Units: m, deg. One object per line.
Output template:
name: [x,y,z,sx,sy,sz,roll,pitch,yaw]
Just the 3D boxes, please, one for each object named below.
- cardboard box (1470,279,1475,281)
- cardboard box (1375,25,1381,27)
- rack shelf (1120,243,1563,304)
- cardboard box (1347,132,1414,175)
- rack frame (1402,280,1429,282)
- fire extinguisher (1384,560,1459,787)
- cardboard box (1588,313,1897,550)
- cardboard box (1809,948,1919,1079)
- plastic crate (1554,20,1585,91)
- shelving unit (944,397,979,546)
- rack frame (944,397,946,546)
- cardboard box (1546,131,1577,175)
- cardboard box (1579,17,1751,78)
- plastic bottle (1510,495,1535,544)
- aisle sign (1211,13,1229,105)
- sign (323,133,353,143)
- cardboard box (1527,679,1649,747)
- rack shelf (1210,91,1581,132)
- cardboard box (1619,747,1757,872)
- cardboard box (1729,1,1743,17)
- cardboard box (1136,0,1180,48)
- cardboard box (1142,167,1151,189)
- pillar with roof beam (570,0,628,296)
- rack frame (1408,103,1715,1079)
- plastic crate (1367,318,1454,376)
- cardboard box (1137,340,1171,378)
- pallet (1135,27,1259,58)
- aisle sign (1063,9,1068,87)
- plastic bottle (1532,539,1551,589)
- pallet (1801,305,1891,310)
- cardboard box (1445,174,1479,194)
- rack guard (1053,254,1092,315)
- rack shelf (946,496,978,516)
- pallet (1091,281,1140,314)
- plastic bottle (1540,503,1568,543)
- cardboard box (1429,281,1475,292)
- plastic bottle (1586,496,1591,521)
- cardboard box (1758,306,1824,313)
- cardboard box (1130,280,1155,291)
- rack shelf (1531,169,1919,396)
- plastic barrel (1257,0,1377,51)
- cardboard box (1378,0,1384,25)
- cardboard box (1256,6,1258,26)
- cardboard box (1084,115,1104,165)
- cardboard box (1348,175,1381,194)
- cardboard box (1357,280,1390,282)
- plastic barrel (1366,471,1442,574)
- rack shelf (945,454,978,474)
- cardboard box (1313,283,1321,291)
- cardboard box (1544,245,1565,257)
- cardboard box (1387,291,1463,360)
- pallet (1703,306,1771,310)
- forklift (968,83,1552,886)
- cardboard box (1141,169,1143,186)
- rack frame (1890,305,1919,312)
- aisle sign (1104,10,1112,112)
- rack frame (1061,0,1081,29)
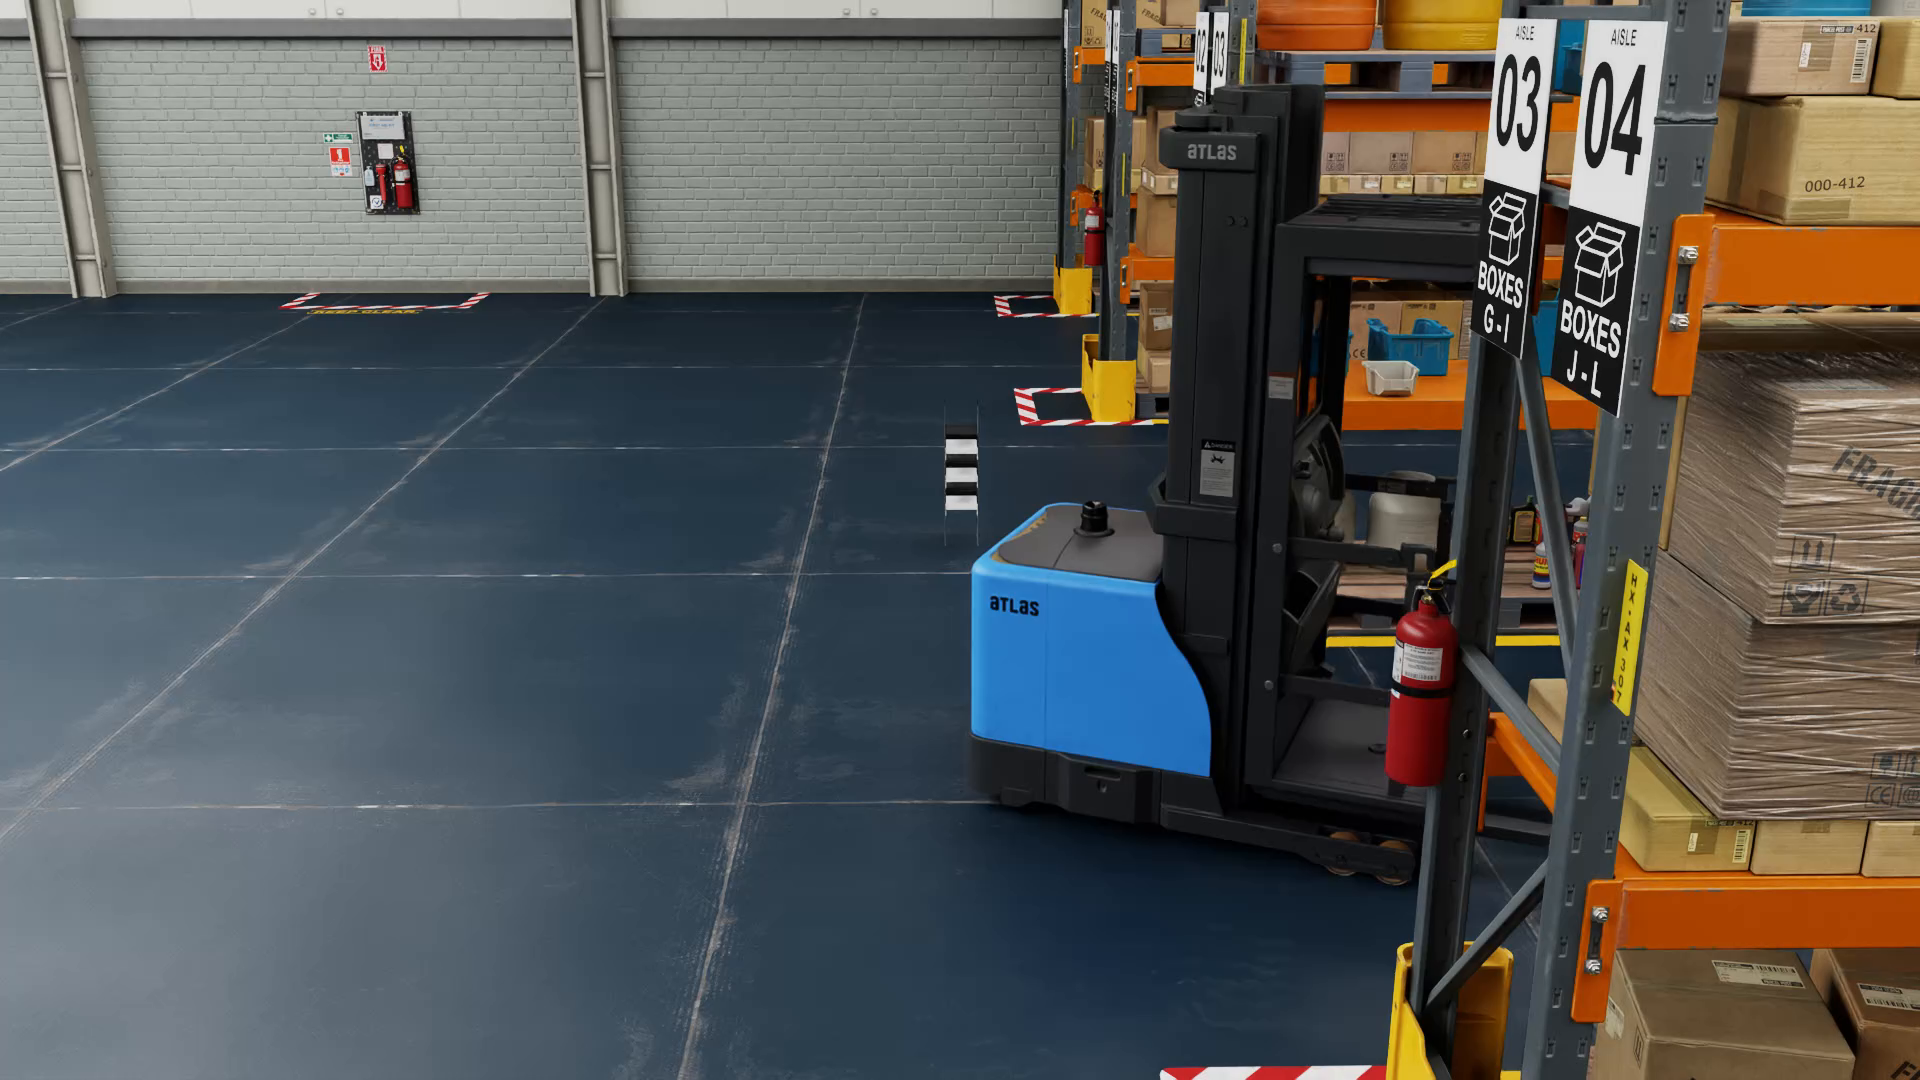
cardboard box: [5.926,-3.130,18.766,0.500,0.500,0.700,0,18,1]
cardboard box: [4.183,-5.511,17.709,0.500,0.500,0.500,-2,18,-6]
rack shelf: [3.272,-2.237,13.788,4.000,0.370,1.077,0,18,-1]
cardboard box: [3.323,-3.243,13.459,0.500,0.500,0.700,0,18,-1]
rack frame: [5.190,-4.102,18.424,0.127,3.000,1.000,0,18,-1]
fire extinguisher: [1.303,0.352,4.665,0.183,0.674,0.296,0,18,-1]
cardboard box: [1.971,-0.288,4.246,0.500,0.500,0.500,0,18,-1]
cardboard box: [2.647,1.435,4.569,0.500,0.500,0.500,4,18,14]
plastic crate: [3.249,-2.579,8.791,0.575,0.384,0.392,0,18,-1]
shelving unit: [0.008,-0.429,10.410,0.210,0.900,0.258,0,18,-1]
rack frame: [-0.094,-0.428,10.409,0.006,0.900,0.240,0,18,-1]
cardboard box: [4.828,-3.250,13.482,0.500,0.500,0.700,0,18,-1]
cardboard box: [1.698,-1.188,4.021,0.250,0.149,0.380,0,18,-1]
plastic bottle: [3.293,-0.122,9.744,0.133,0.283,0.061,0,18,0]
aisle sign: [1.279,-2.205,8.255,0.004,0.787,0.394,0,18,-1]
sign: [-7.144,-4.617,19.102,0.331,0.109,0.001,0,18,-1]
cardboard box: [1.707,0.511,4.455,0.250,0.149,0.380,0,18,-1]
rack shelf: [3.346,-2.152,8.614,4.000,0.370,1.077,0,18,-1]
cardboard box: [1.714,0.647,4.032,0.250,0.149,0.380,0,18,-1]
cardboard box: [5.888,-4.146,13.209,0.500,0.250,0.500,2,18,5]
cardboard box: [2.066,-5.485,17.629,0.500,0.500,0.500,1,18,3]
cardboard box: [1.651,-2.986,13.721,0.250,0.149,0.380,-1,18,-2]
pillar with roof beam: [-4.055,-5.863,14.093,0.400,9.000,9.100,0,18,-1]
rack frame: [1.425,0.456,4.216,0.127,3.000,1.000,0,18,-1]
plastic crate: [2.492,-1.081,9.251,0.408,0.251,0.499,0,18,-1]
cardboard box: [1.804,-1.553,14.293,0.500,0.250,0.500,0,18,-1]
pallet: [1.980,-3.952,13.189,1.213,0.211,1.003,0,18,-1]
aisle sign: [1.123,-5.229,17.680,0.004,0.787,0.394,0,18,-1]
plastic bottle: [3.164,0.119,9.012,0.097,0.271,0.097,0,18,0]
pallet: [9.979,-2.774,18.851,1.213,0.211,1.003,0,18,-1]
cardboard box: [3.986,-2.875,13.372,0.250,0.149,0.380,0,18,-1]
rack guard: [1.266,-2.893,18.747,0.348,0.500,1.175,0,18,-1]
rack shelf: [0.008,-0.225,10.475,0.200,0.077,0.258,0,18,-1]
pallet: [2.079,-2.748,18.770,1.213,0.211,1.003,0,18,-1]
plastic bottle: [3.431,-0.076,9.601,0.133,0.283,0.061,0,18,-1]
cardboard box: [4.303,-1.925,14.225,0.500,0.500,0.500,0,18,-1]
plastic bottle: [3.733,-0.143,9.700,0.185,0.351,0.144,0,18,1]
cardboard box: [7.194,-1.844,14.280,0.500,0.311,0.500,0,18,-2]
cardboard box: [1.884,-2.988,18.632,0.500,0.311,0.500,-2,18,-7]
rack shelf: [3.425,-0.640,3.898,4.000,0.370,1.077,0,18,-1]
plastic barrel: [1.831,-2.931,8.472,0.708,0.830,0.600,0,18,-1]
cardboard box: [3.623,-4.364,13.244,0.637,0.503,0.797,2,18,5]
cardboard box: [2.451,-4.097,12.992,0.250,0.149,0.380,0,18,-1]
cardboard box: [1.658,-4.445,18.479,0.500,0.500,0.500,0,18,-1]
cardboard box: [3.205,-2.870,13.357,0.250,0.149,0.380,0,18,0]
cardboard box: [4.655,-2.951,18.753,0.250,0.166,0.380,-3,18,-8]
plastic barrel: [2.505,-0.101,9.338,0.421,0.512,0.421,0,18,0]
rack shelf: [0.008,-0.482,10.393,0.200,0.077,0.258,0,18,-1]
cardboard box: [2.803,-1.920,14.210,0.500,0.500,0.500,0,18,-1]
cardboard box: [4.828,-2.633,13.680,0.500,0.500,0.700,-1,18,-2]
cardboard box: [3.812,-1.765,13.727,0.500,0.500,0.500,0,18,-1]
pallet: [8.408,-2.790,18.900,1.213,0.211,1.003,0,18,-1]
forklift: [1.602,-0.250,6.529,3.031,2.935,1.130,7,19,21]
cardboard box: [2.202,-3.933,18.111,0.500,0.250,0.500,-1,18,-3]
rack frame: [5.346,-1.076,8.992,0.127,3.000,1.000,0,18,-1]
aisle sign: [1.202,-3.897,13.529,0.004,0.787,0.394,0,18,-1]
rack frame: [1.190,-6.939,17.448,0.127,3.000,1.000,0,18,-1]
